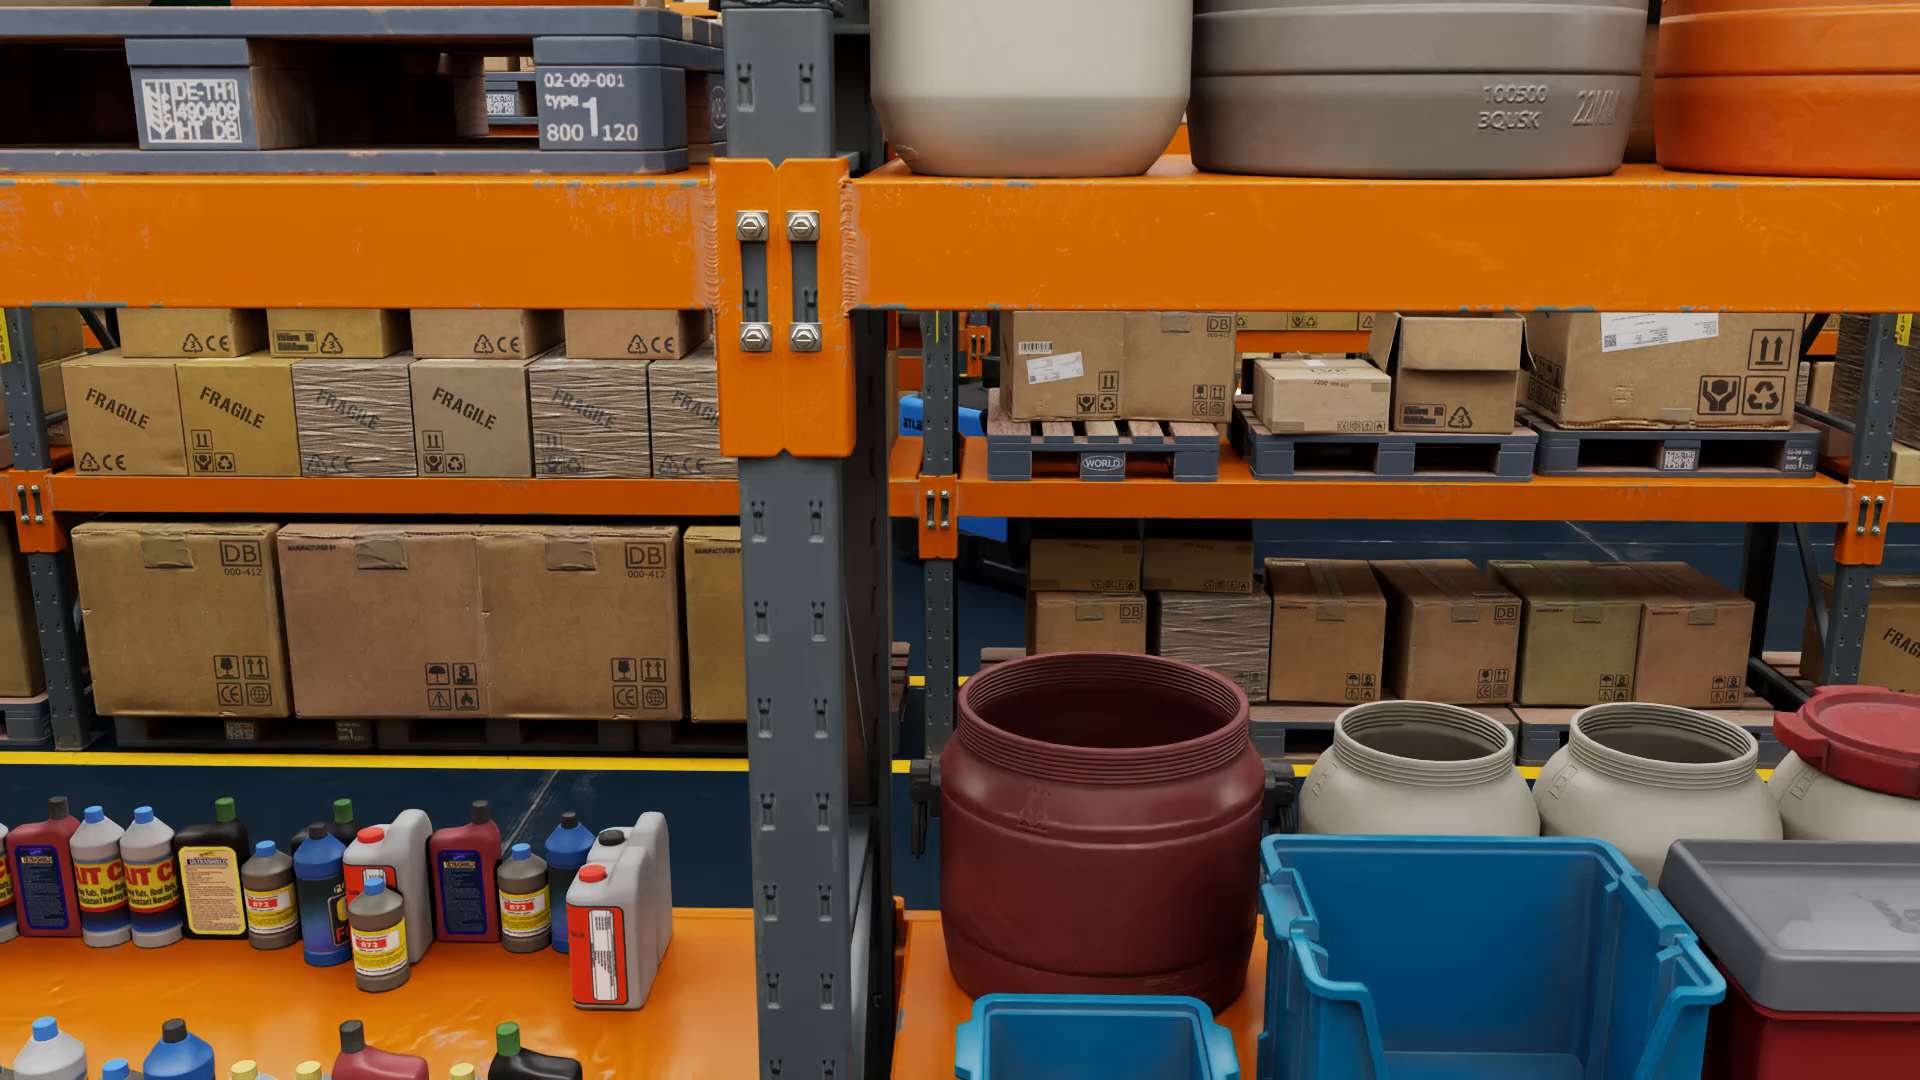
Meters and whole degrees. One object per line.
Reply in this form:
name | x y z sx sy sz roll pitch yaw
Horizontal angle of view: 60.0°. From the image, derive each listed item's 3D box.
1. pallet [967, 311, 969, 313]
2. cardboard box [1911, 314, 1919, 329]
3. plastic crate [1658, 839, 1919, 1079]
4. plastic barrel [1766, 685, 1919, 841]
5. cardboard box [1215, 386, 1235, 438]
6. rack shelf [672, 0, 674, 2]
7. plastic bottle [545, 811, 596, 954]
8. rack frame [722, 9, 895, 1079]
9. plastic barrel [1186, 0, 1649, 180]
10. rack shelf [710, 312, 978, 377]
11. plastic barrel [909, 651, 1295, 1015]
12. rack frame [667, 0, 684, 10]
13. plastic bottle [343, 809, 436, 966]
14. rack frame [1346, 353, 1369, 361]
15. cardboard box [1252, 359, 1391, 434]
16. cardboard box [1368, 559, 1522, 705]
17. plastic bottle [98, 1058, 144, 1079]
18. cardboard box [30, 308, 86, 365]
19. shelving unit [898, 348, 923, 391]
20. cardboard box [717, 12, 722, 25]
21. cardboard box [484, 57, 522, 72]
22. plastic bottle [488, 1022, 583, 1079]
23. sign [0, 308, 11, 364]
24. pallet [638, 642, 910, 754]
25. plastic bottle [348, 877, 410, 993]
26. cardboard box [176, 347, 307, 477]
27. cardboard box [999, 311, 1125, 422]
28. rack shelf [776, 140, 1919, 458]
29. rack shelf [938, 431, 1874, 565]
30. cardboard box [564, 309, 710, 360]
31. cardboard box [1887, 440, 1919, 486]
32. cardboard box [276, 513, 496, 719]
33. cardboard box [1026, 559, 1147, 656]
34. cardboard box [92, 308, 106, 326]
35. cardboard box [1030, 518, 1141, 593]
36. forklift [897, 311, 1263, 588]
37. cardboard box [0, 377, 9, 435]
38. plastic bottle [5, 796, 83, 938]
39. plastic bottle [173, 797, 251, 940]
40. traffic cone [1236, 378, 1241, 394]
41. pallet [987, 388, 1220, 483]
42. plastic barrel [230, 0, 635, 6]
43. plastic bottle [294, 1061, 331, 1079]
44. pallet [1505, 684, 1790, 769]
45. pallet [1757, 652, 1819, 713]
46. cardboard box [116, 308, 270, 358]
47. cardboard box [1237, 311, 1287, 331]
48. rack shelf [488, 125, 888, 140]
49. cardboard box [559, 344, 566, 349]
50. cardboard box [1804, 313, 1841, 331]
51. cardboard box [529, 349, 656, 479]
pallet | -0.453 -3.035 22.429 1.213 0.211 1.003 0 15 1
cardboard box | 4.358 -1.157 7.108 0.500 0.500 0.500 0 15 1
plastic crate | 1.397 0.745 2.510 0.583 0.464 0.402 0 15 1
plastic barrel | 1.672 0.578 3.002 0.433 0.535 0.433 0 15 0
cardboard box | 1.624 -0.923 12.546 0.750 0.750 1.050 1 15 2
rack shelf | -5.706 -6.959 21.493 4.000 0.370 1.077 0 15 1
plastic bottle | -0.750 0.657 3.223 0.097 0.271 0.097 0 15 0
rack frame | -0.210 0.688 2.854 0.127 3.000 1.000 0 15 1
plastic barrel | 0.605 -0.944 2.177 0.600 0.901 0.600 0 15 0
rack shelf | -1.855 -1.505 12.574 4.000 0.370 1.077 0 15 1
plastic barrel | 0.261 0.548 3.118 0.708 0.536 0.600 0 15 1
rack frame | -3.706 -7.295 21.352 0.127 3.000 1.000 0 15 1
plastic bottle | -1.097 0.659 3.204 0.135 0.276 0.152 0 15 1
rack frame | 4.168 -3.077 17.122 0.127 3.000 1.000 0 15 1
cardboard box | 1.586 -0.636 7.343 0.500 0.250 0.500 0 15 0
cardboard box | 2.266 0.426 7.885 0.500 0.500 0.700 -1 15 -3
plastic bottle | -1.263 0.881 2.510 0.097 0.201 0.097 0 15 0
cardboard box | -4.555 -1.104 7.885 0.500 0.500 0.500 0 15 1
shelving unit | -0.305 -1.056 11.225 0.503 2.100 0.431 1 15 2
cardboard box | -1.554 -3.648 11.711 0.258 0.266 0.396 0 15 1
cardboard box | -2.127 -2.287 7.222 0.637 0.503 0.797 0 15 1
plastic bottle | -0.626 0.850 2.466 0.133 0.283 0.061 0 15 1
sign | -4.095 -0.917 7.083 0.005 0.325 0.100 0 15 1
pallet | -0.870 0.748 8.089 1.213 0.211 1.003 0 15 1
plastic bottle | -1.082 0.727 3.093 0.097 0.201 0.097 0 15 0
cardboard box | -3.126 -0.580 7.463 0.500 0.500 0.500 0 15 2
cardboard box | 0.457 -0.834 7.600 0.500 0.500 0.500 -1 15 -5
rack shelf | 1.789 -0.402 2.514 4.000 0.370 1.077 0 15 1
rack shelf | 1.915 -0.215 7.684 4.000 0.370 1.077 0 15 1
cardboard box | -1.466 -1.123 7.553 0.637 0.503 0.797 1 15 3
cardboard box | 4.122 -0.350 7.279 0.250 0.149 0.380 0 15 1
cardboard box | -2.549 0.227 7.940 0.875 0.875 1.225 0 15 -1
cardboard box | 0.586 0.420 7.907 0.500 0.500 0.700 0 15 -2
cardboard box | -6.236 -1.695 12.376 0.250 0.149 0.380 0 15 0
cardboard box | 0.587 0.055 7.821 0.500 0.250 0.500 1 15 4
forklift | 0.966 -1.110 9.801 1.130 2.935 3.031 -14 20 -42
cardboard box | -4.531 -0.609 7.479 0.500 0.250 0.500 0 15 0
plastic bottle | -1.789 0.640 3.265 0.133 0.283 0.061 0 15 1
plastic bottle | -1.461 0.642 3.256 0.133 0.283 0.061 0 15 1
traffic cone | 2.577 -1.248 15.163 0.334 0.463 0.336 0 15 1
pallet | 0.631 -0.505 7.751 1.003 0.211 1.213 0 15 1
plastic barrel | -0.778 -1.178 2.380 0.708 0.830 0.600 0 15 1
plastic bottle | -0.971 0.883 2.503 0.097 0.201 0.097 0 15 0
pallet | 3.137 0.794 7.916 1.213 0.211 1.003 0 15 1
pallet | 4.587 0.794 7.916 1.213 0.211 1.003 0 15 1
cardboard box | -3.444 -1.133 7.592 0.637 0.503 0.797 0 15 0
cardboard box | 2.096 -1.807 12.111 0.500 0.500 0.500 0 15 1
rack shelf | -2.083 -1.691 7.400 4.000 0.370 1.077 0 15 1
cardboard box | -1.591 -0.702 7.924 0.500 0.500 0.500 0 15 0
cardboard box | 6.131 -1.878 12.283 0.500 0.550 0.875 0 15 1
cardboard box | -1.601 -0.571 7.429 0.500 0.500 0.500 0 15 0
